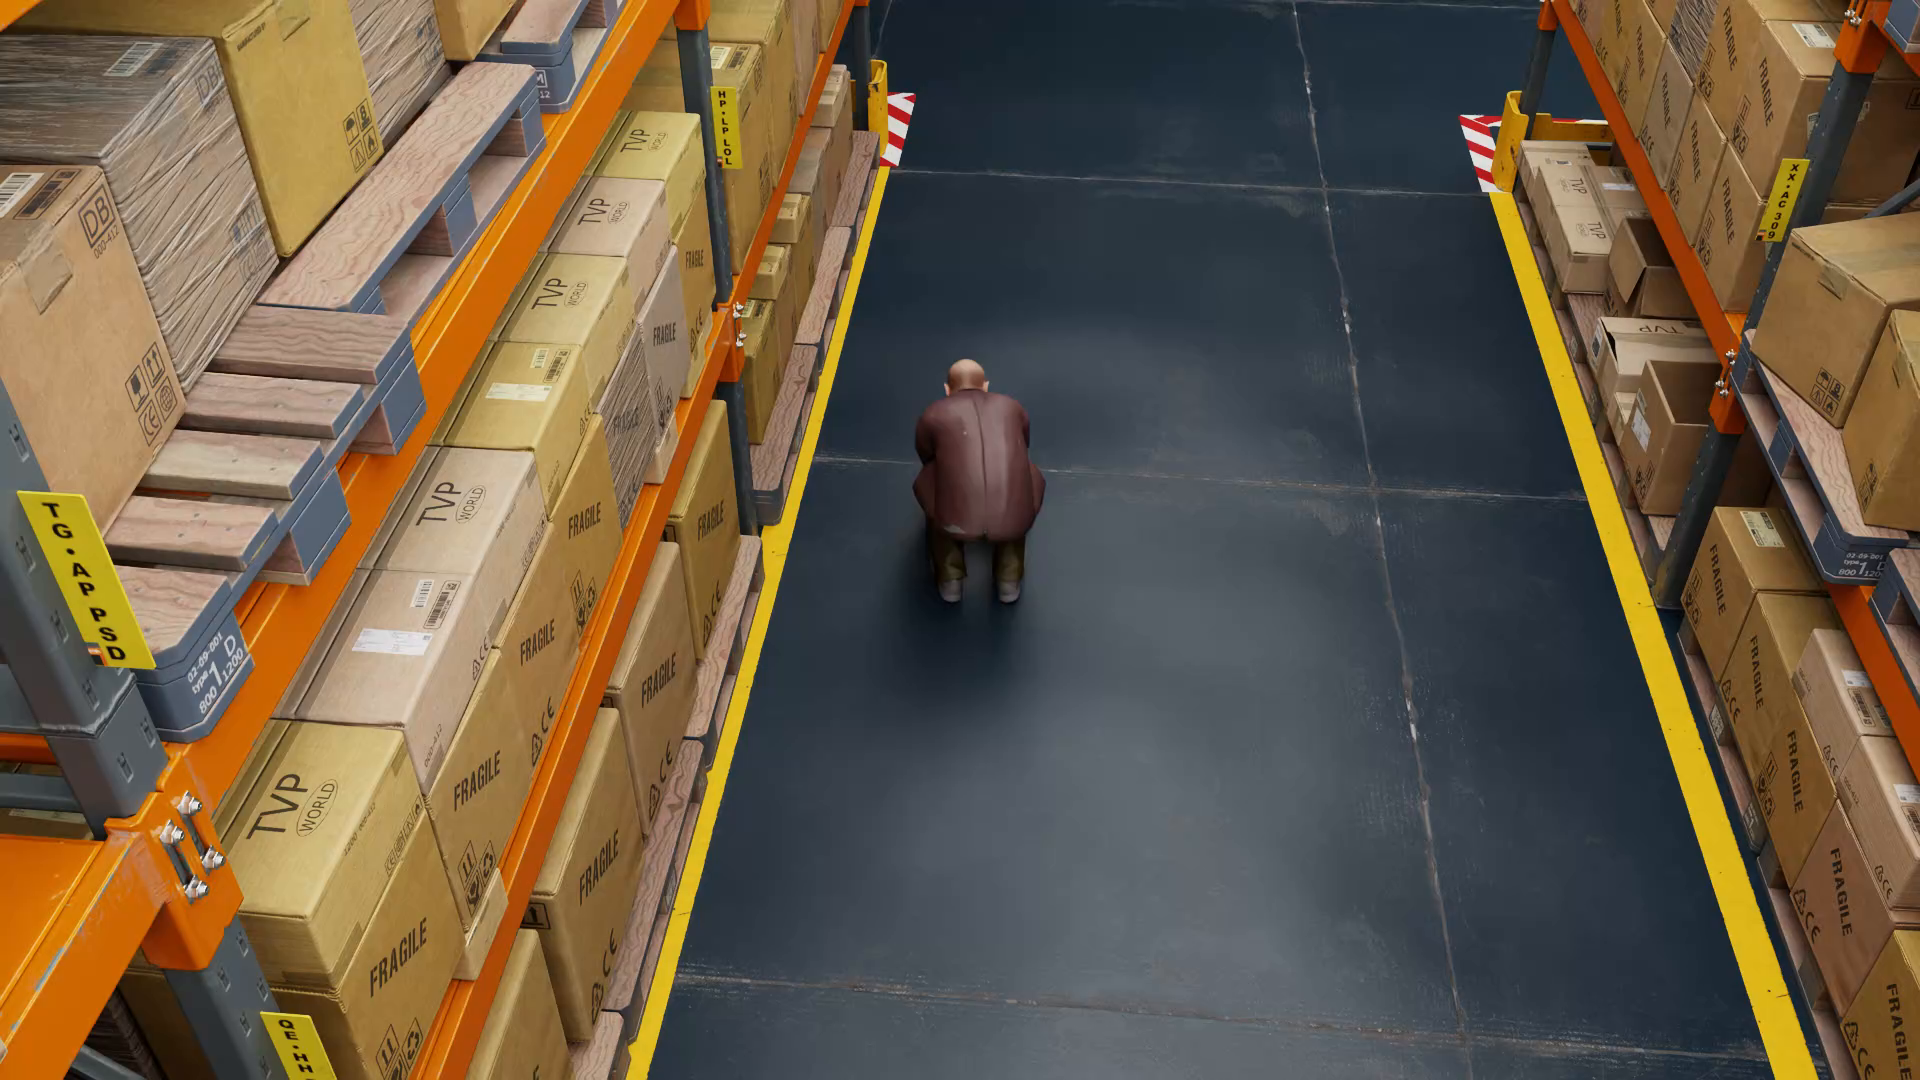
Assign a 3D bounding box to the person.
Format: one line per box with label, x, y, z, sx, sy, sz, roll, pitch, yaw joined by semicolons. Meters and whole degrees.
person;0.081;-0.233;7.246;0.577;0.804;0.953;-1;40;-1
